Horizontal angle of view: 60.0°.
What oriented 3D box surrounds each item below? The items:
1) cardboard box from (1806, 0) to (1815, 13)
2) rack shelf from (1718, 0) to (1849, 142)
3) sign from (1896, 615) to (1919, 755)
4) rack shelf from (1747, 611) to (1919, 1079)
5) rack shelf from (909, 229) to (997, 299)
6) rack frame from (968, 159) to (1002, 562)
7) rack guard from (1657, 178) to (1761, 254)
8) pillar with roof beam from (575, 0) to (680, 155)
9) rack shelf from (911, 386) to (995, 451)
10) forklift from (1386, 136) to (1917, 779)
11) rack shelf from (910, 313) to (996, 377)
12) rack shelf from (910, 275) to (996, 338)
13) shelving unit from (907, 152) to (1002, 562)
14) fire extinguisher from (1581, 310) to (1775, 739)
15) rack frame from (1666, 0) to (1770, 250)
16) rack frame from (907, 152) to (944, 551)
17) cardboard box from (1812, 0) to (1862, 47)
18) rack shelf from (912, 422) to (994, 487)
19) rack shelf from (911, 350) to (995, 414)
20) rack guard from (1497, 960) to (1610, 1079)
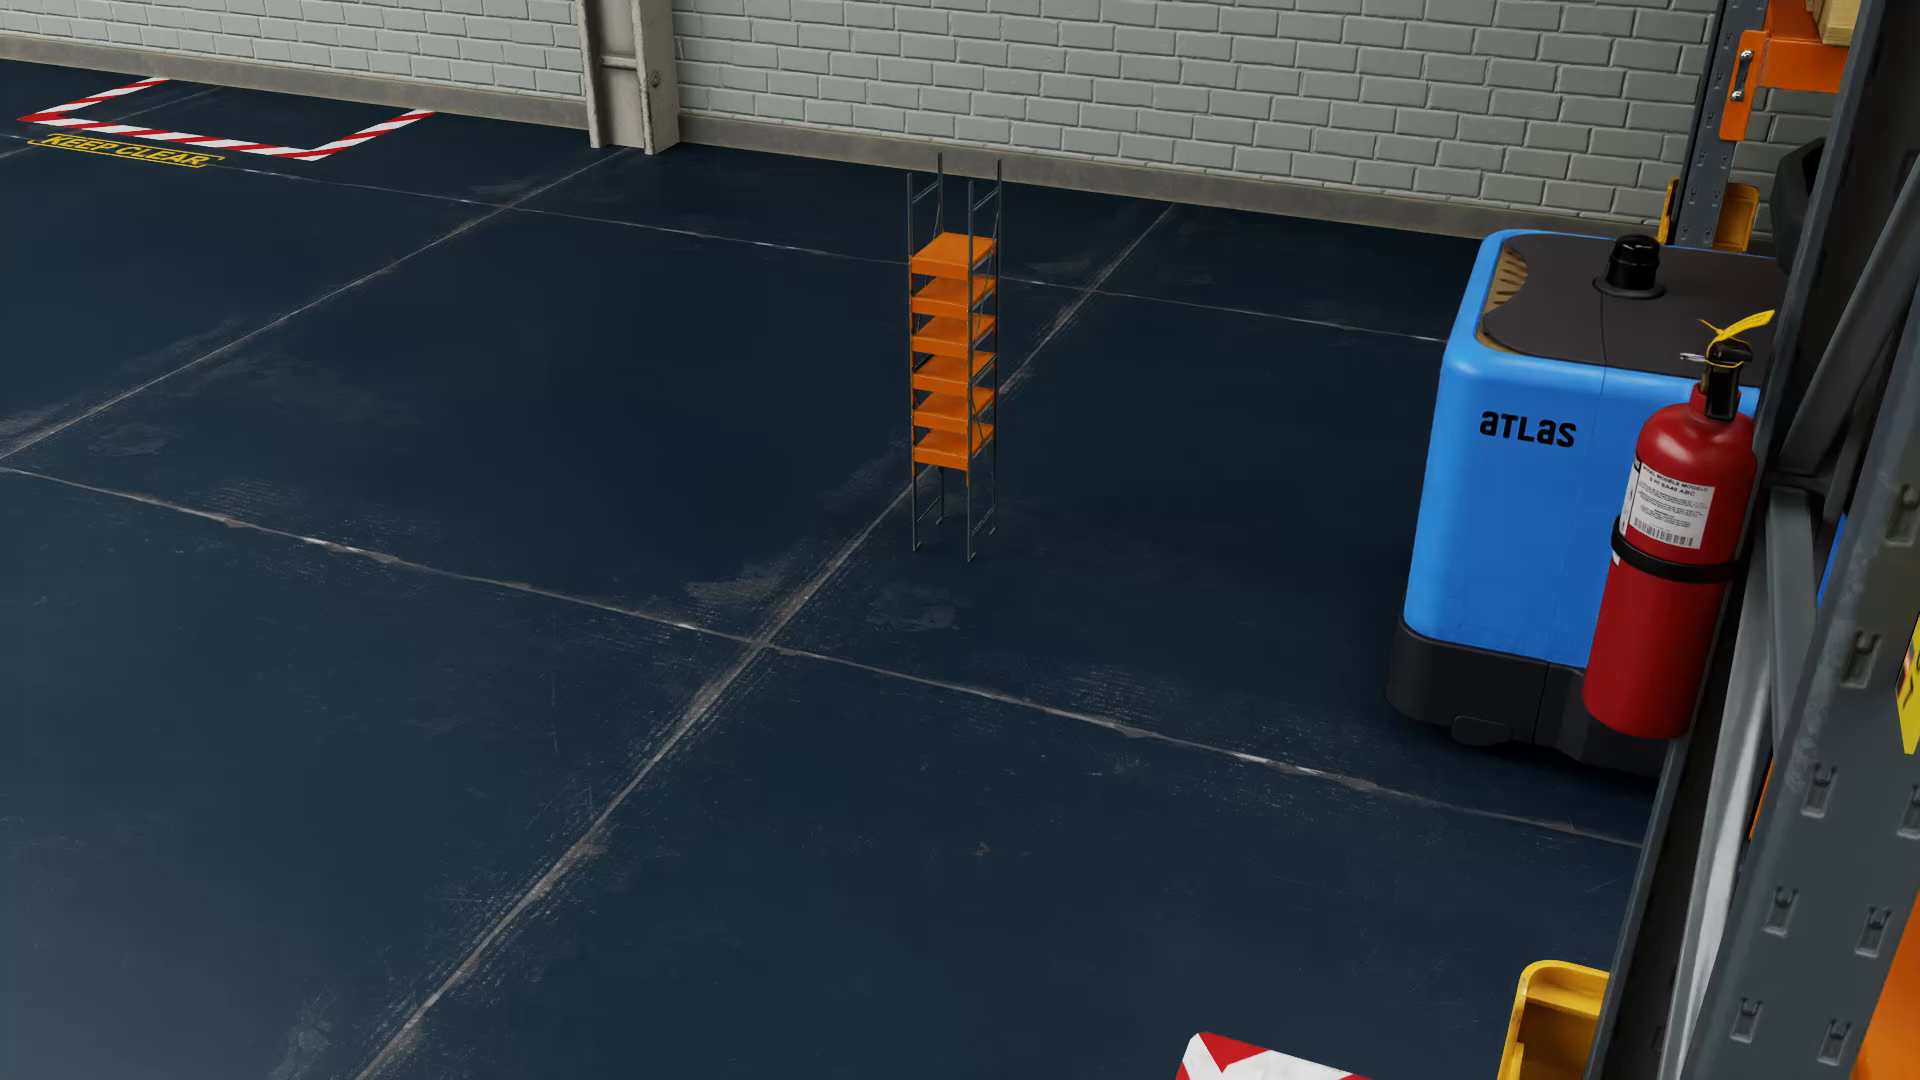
[{"bbox_3d":[3.327,-2.043,5.948,0.500,0.250,0.500,12,32,20],"label":"cardboard box"},{"bbox_3d":[4.674,-1.415,5.435,4.000,0.370,1.077,11,31,19],"label":"rack shelf"},{"bbox_3d":[0.747,0.002,1.237,0.005,0.325,0.100,11,31,19],"label":"sign"},{"bbox_3d":[2.815,0.845,1.438,4.000,0.370,1.077,11,31,19],"label":"rack shelf"},{"bbox_3d":[-0.013,-0.800,4.804,0.180,0.103,0.258,11,31,19],"label":"rack shelf"},{"bbox_3d":[0.071,-0.508,4.930,0.006,1.200,0.240,11,31,19],"label":"rack frame"},{"bbox_3d":[2.891,-0.996,6.503,0.348,0.500,1.175,11,31,19],"label":"rack guard"},{"bbox_3d":[-3.384,-4.121,3.397,0.400,9.000,9.100,11,31,19],"label":"pillar with roof beam"},{"bbox_3d":[-0.013,-0.382,5.040,0.180,0.103,0.258,11,31,19],"label":"rack shelf"},{"bbox_3d":[2.692,-0.738,3.577,3.031,2.935,1.130,11,31,18],"label":"forklift"},{"bbox_3d":[-0.013,-0.591,4.922,0.180,0.103,0.258,11,31,19],"label":"rack shelf"},{"bbox_3d":[-0.013,-0.695,4.863,0.180,0.103,0.258,11,31,19],"label":"rack shelf"},{"bbox_3d":[-0.013,-0.525,4.959,0.189,1.200,0.258,11,31,19],"label":"shelving unit"},{"bbox_3d":[1.027,-0.038,2.348,0.183,0.674,0.296,11,31,19],"label":"fire extinguisher"},{"bbox_3d":[2.821,-2.098,5.913,0.127,3.000,1.000,11,31,19],"label":"rack frame"},{"bbox_3d":[-0.098,-0.542,4.989,0.006,1.200,0.240,11,31,19],"label":"rack frame"},{"bbox_3d":[3.154,-1.806,5.529,0.500,0.250,0.500,10,31,18],"label":"cardboard box"},{"bbox_3d":[-0.013,-0.277,5.099,0.180,0.103,0.258,11,31,19],"label":"rack shelf"},{"bbox_3d":[-0.013,-0.486,4.981,0.180,0.103,0.258,11,31,19],"label":"rack shelf"},{"bbox_3d":[0.939,1.245,2.539,0.348,0.500,1.175,11,31,19],"label":"rack guard"}]
